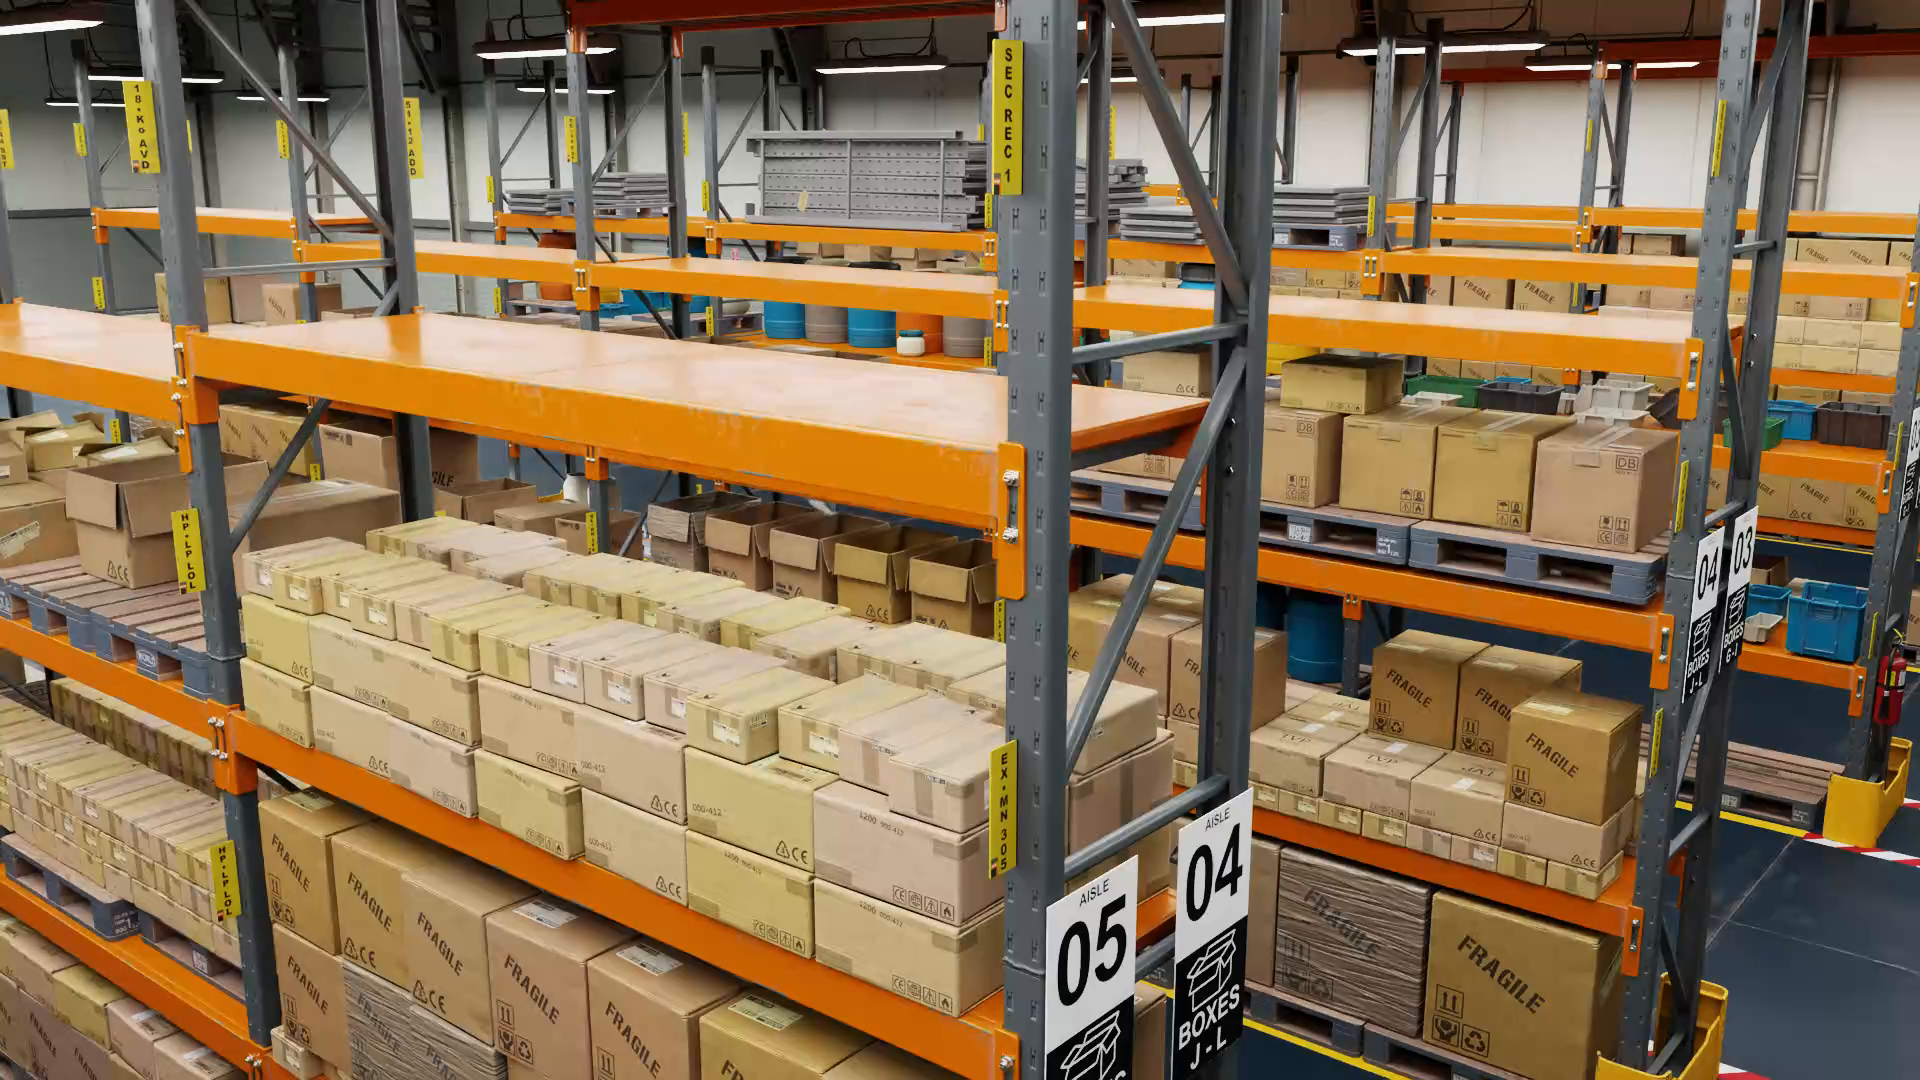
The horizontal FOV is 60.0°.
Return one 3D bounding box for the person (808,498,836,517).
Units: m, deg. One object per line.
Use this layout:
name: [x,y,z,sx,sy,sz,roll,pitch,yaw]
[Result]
person: [-1.697,-0.818,21.291,0.449,1.592,0.462,-13,19,-43]
